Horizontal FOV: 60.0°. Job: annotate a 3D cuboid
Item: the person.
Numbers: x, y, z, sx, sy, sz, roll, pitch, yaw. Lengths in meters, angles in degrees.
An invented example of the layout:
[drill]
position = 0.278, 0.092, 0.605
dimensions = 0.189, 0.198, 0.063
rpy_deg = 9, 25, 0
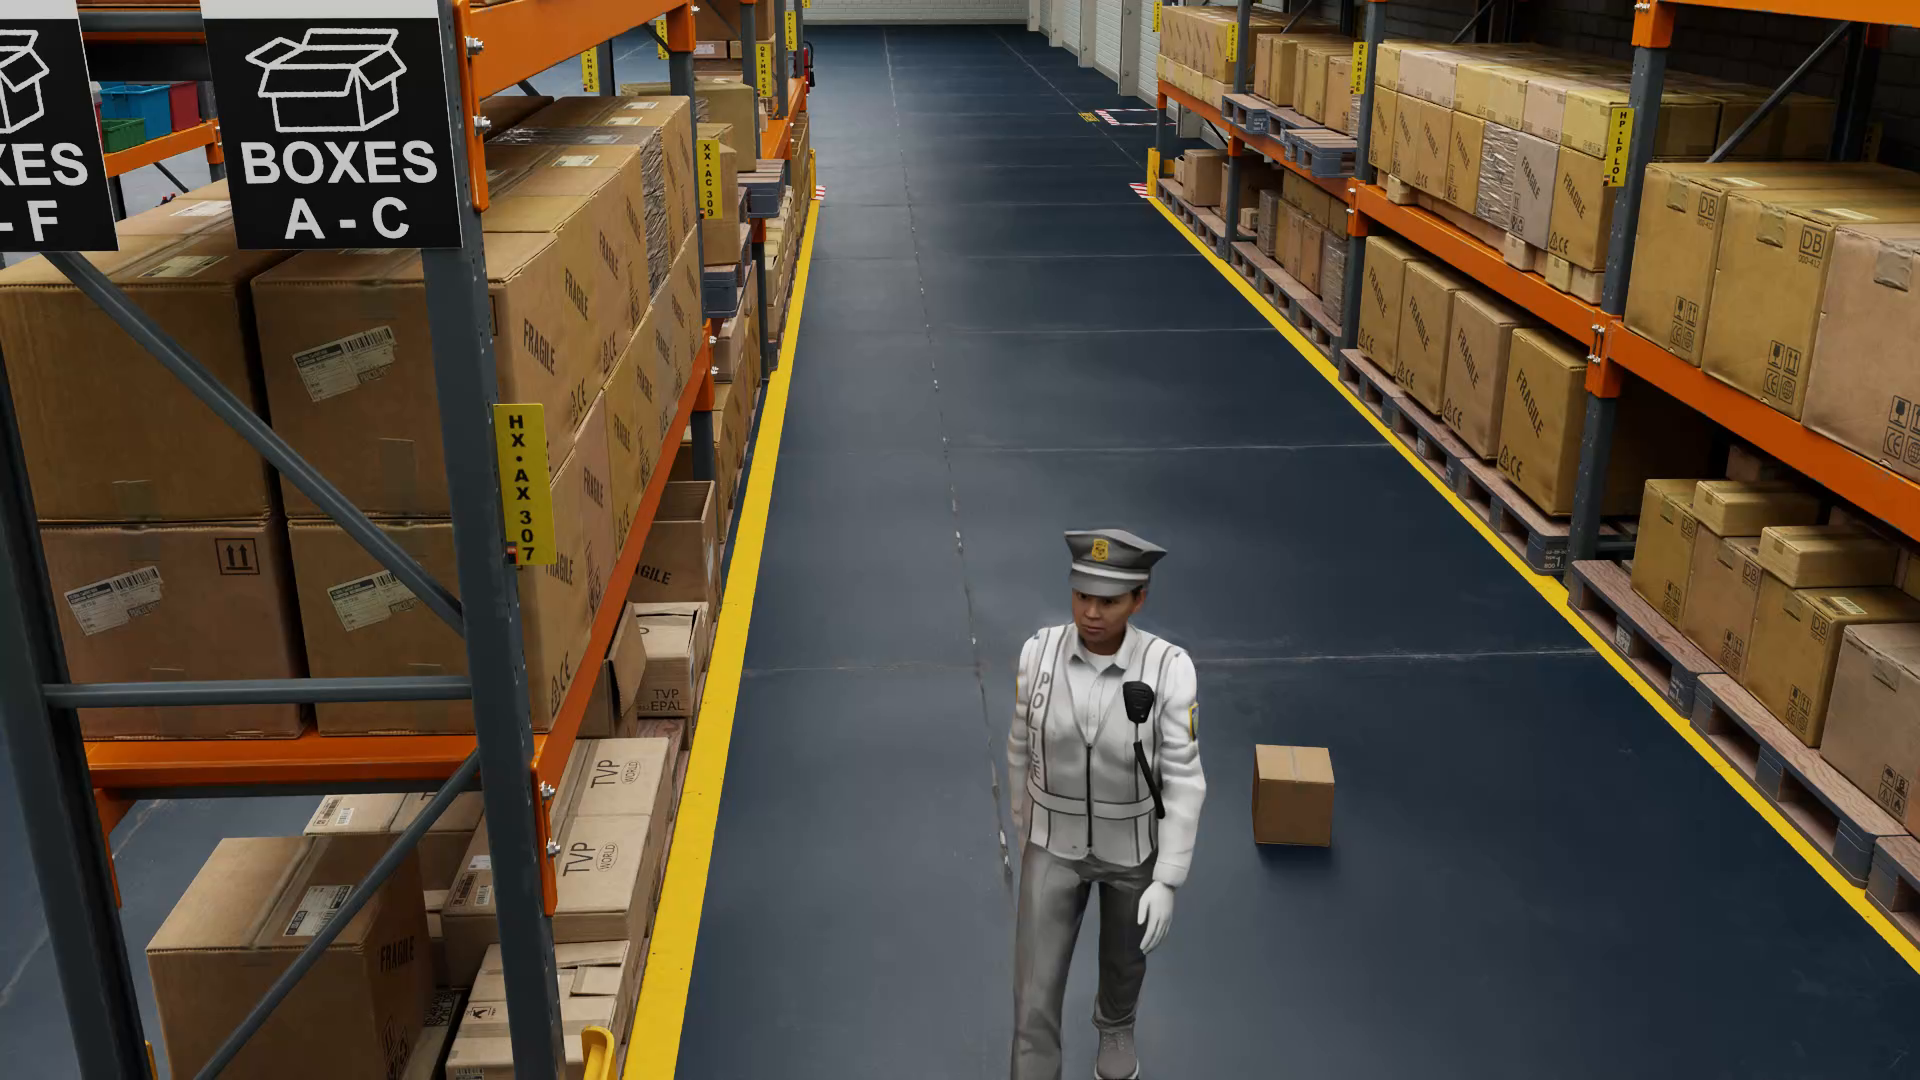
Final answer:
[person]
position = 0.323, 0.764, 3.964
dimensions = 0.500, 1.654, 0.922
rpy_deg = 4, 21, 12
